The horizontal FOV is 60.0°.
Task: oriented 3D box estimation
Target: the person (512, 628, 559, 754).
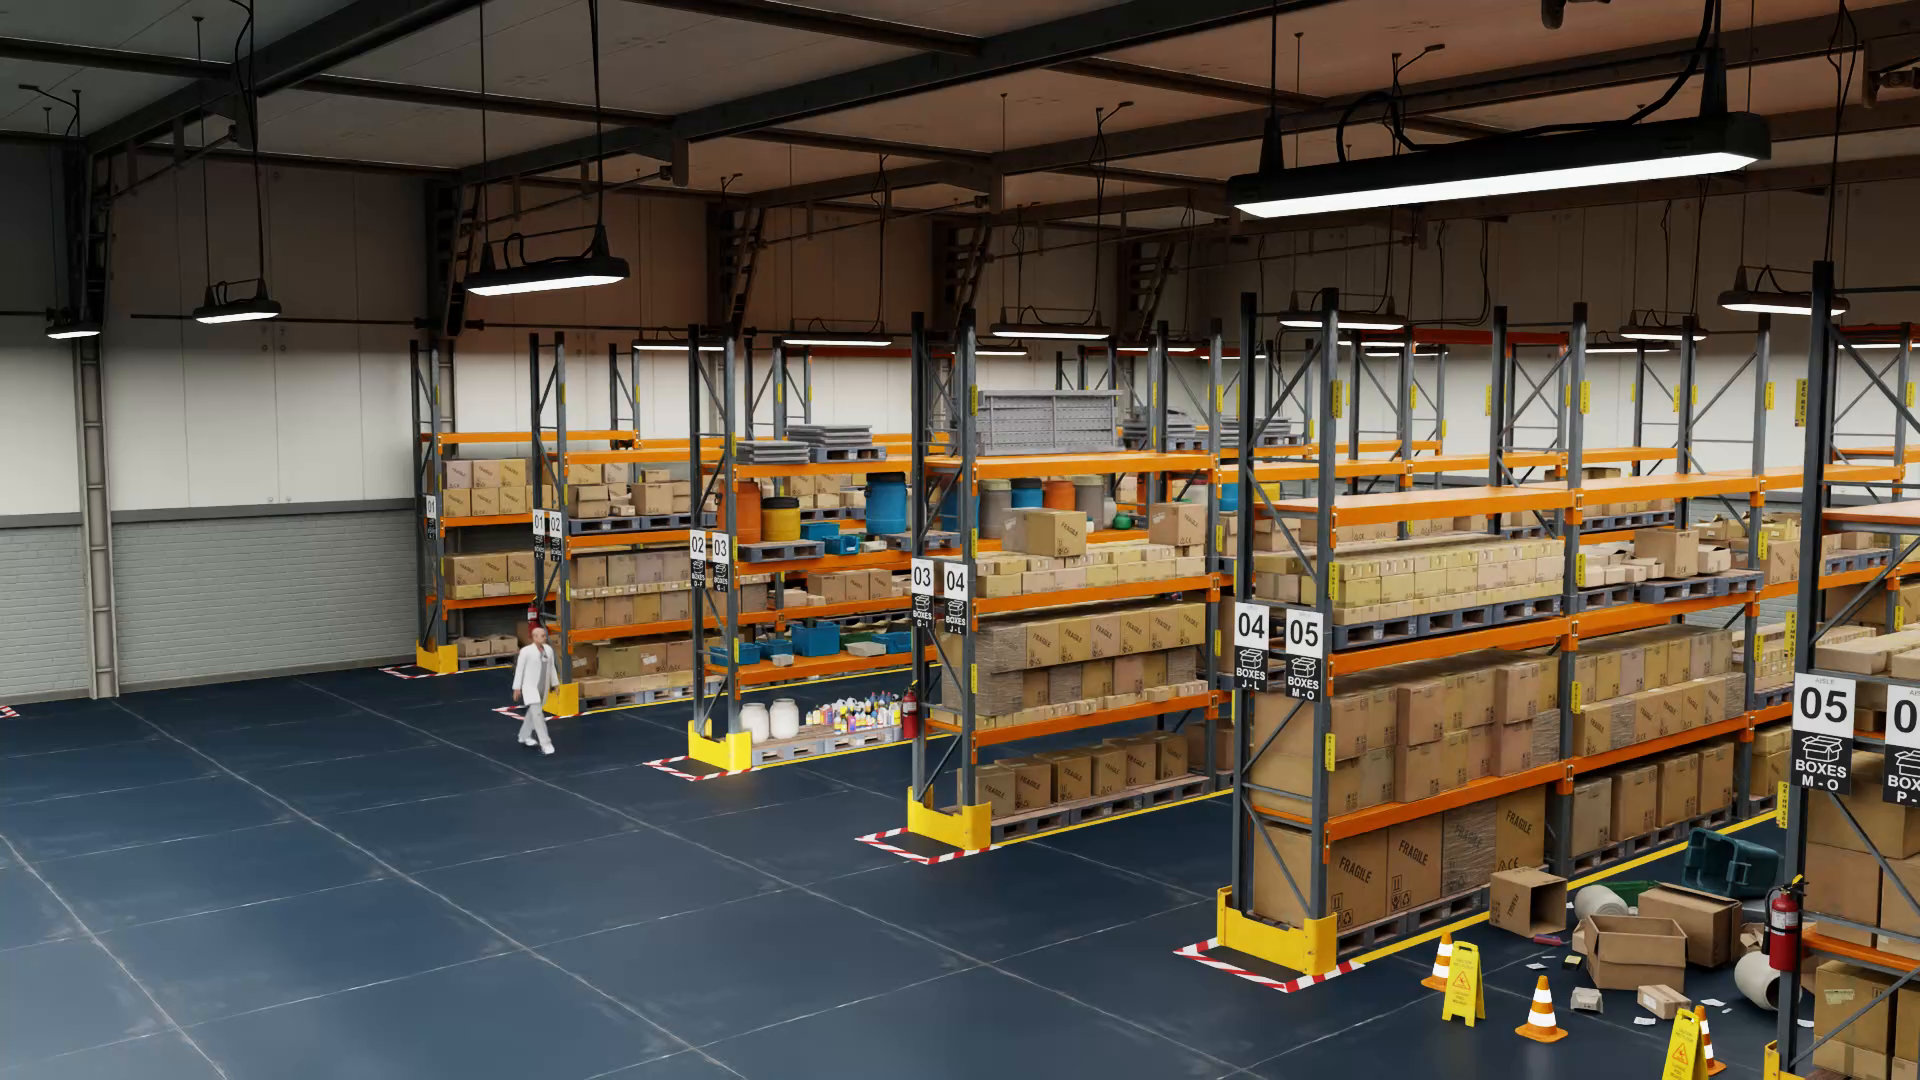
[{"bbox_3d":[-5.972,2.097,23.573,1.033,1.723,0.644,4,7,39],"label":"person"}]
